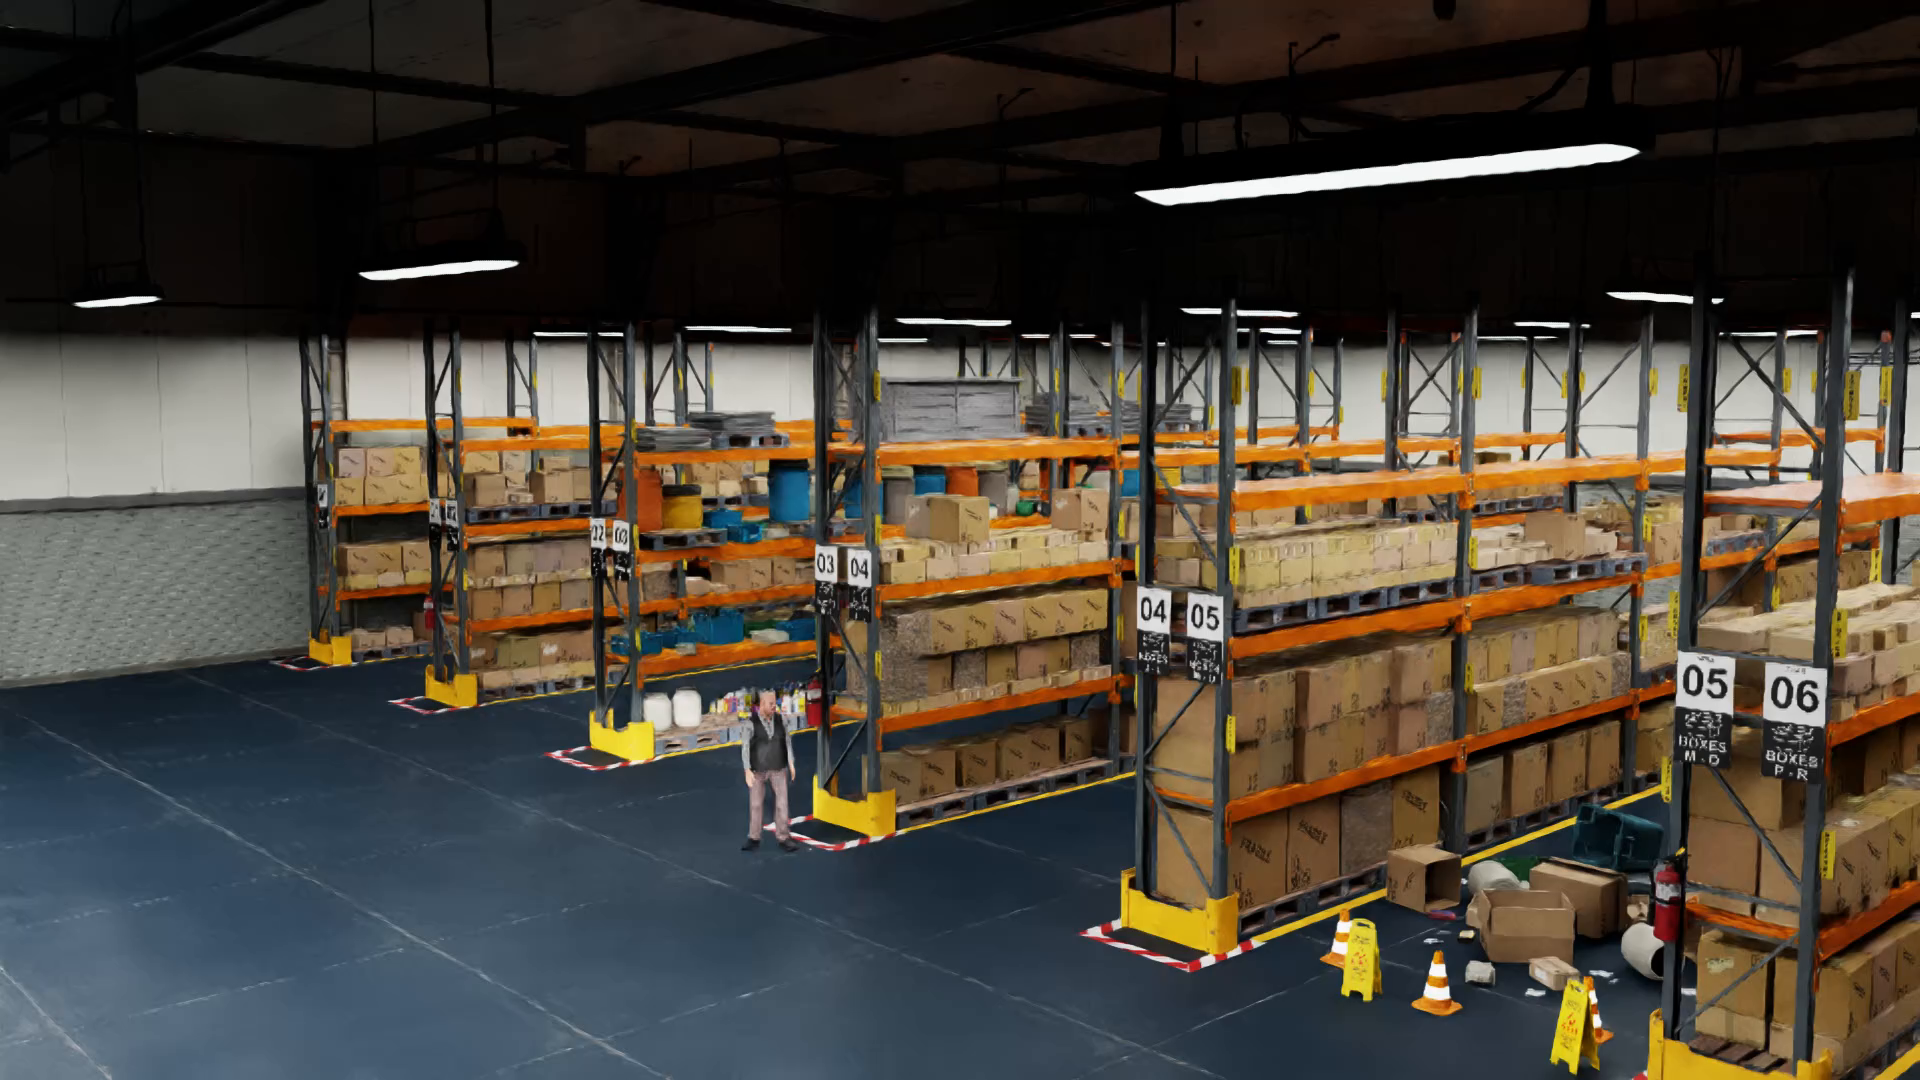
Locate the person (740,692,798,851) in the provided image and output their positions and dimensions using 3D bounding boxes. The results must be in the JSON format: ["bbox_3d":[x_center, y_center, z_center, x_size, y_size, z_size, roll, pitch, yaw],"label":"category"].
[{"bbox_3d":[-2.074,2.485,17.937,0.615,1.725,0.428,-2,6,-21],"label":"person"}]
